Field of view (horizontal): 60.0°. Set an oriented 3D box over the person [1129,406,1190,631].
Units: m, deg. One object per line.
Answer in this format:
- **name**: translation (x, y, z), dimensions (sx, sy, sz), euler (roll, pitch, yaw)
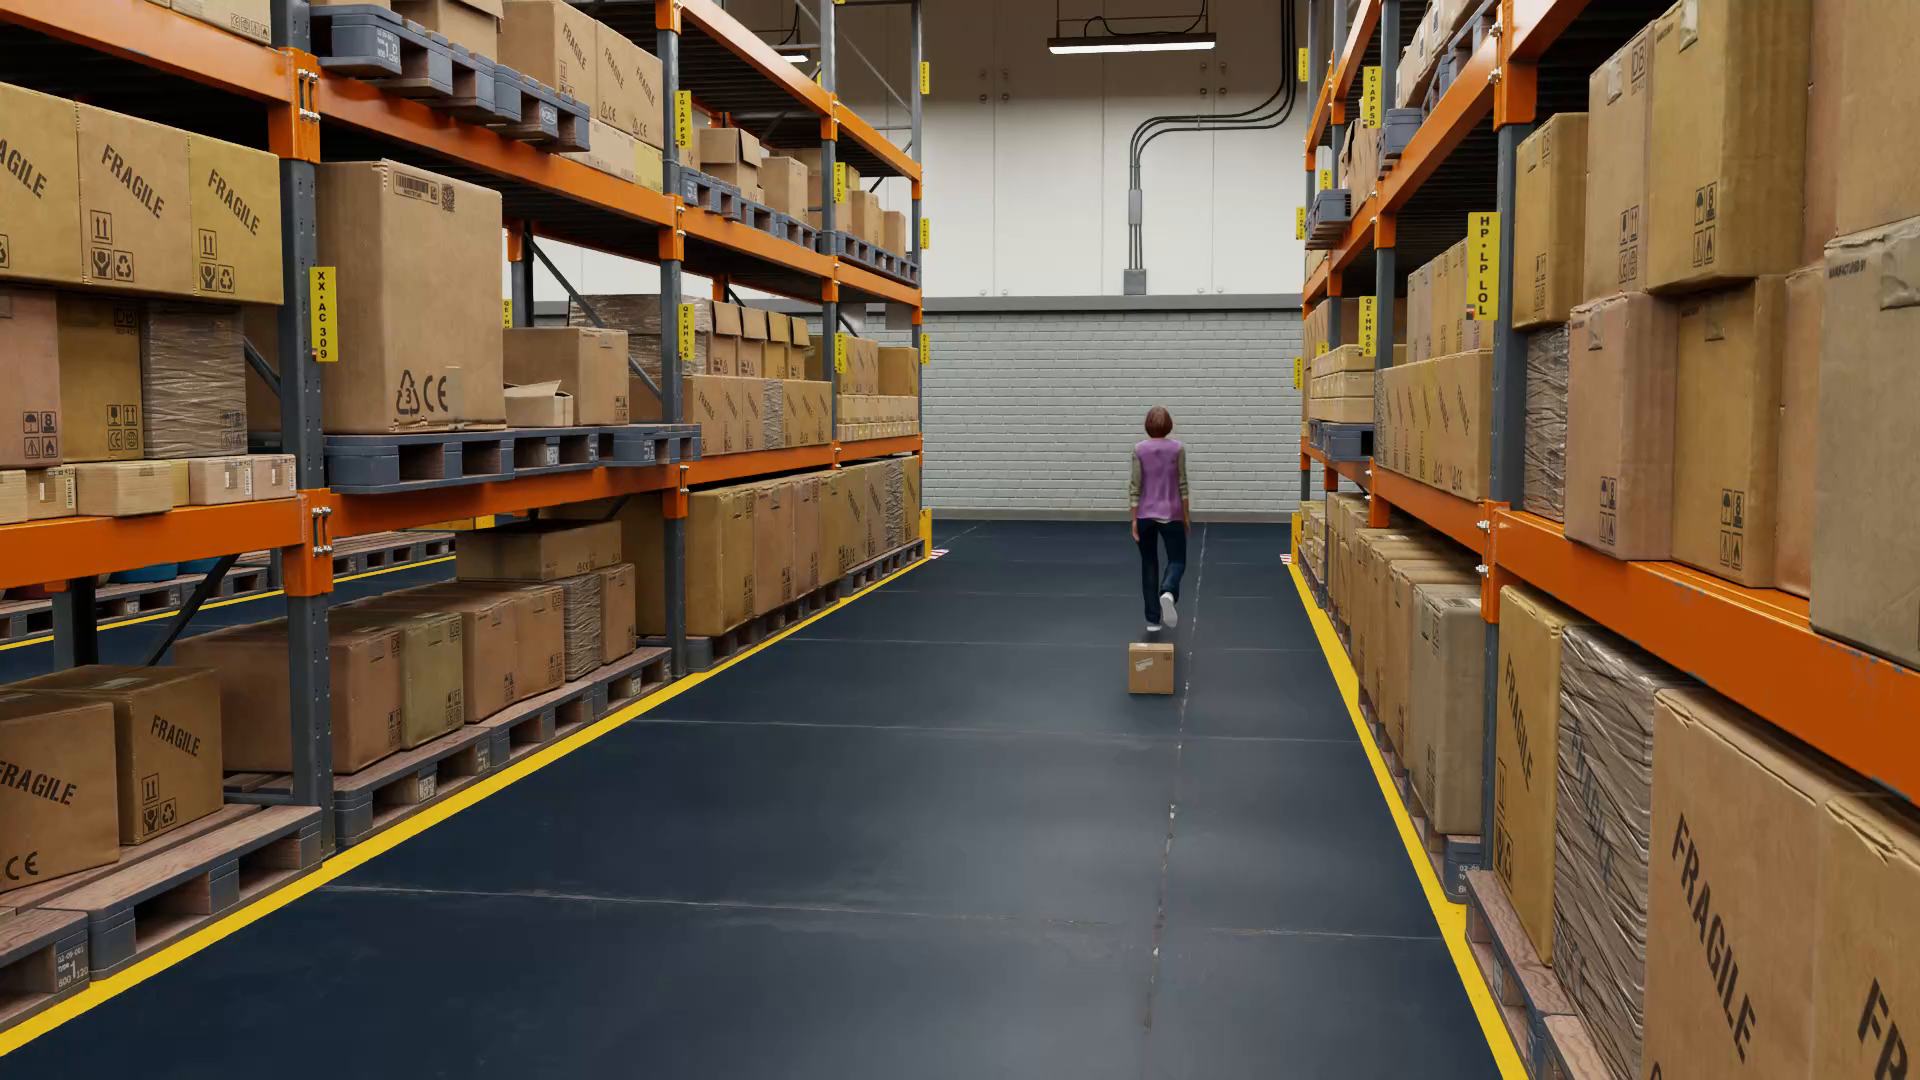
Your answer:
- **person**: translation (1.379, -0.136, 11.513), dimensions (0.420, 1.582, 0.626), euler (1, 5, 11)
